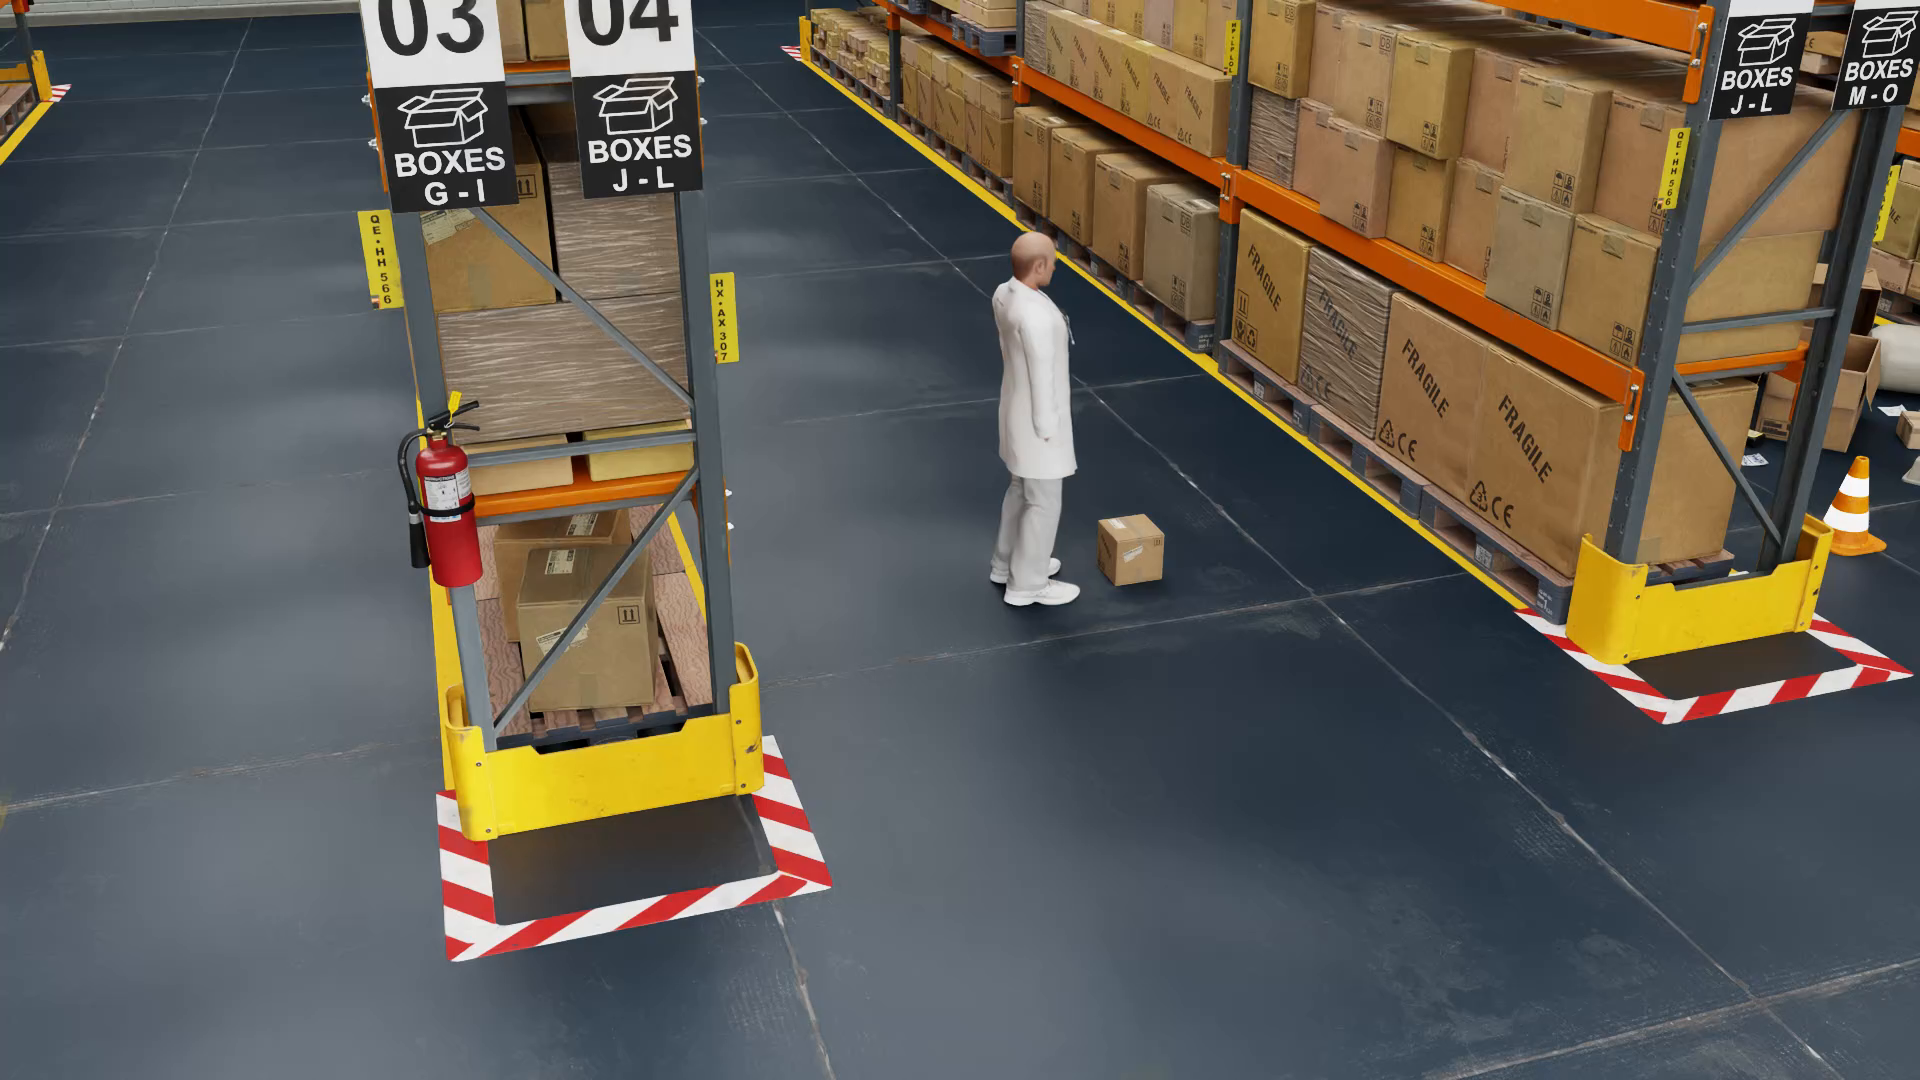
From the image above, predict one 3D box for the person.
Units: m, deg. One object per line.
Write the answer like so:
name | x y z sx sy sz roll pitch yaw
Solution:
person | 0.351 -0.574 7.817 0.380 1.778 0.564 -7 27 -15
